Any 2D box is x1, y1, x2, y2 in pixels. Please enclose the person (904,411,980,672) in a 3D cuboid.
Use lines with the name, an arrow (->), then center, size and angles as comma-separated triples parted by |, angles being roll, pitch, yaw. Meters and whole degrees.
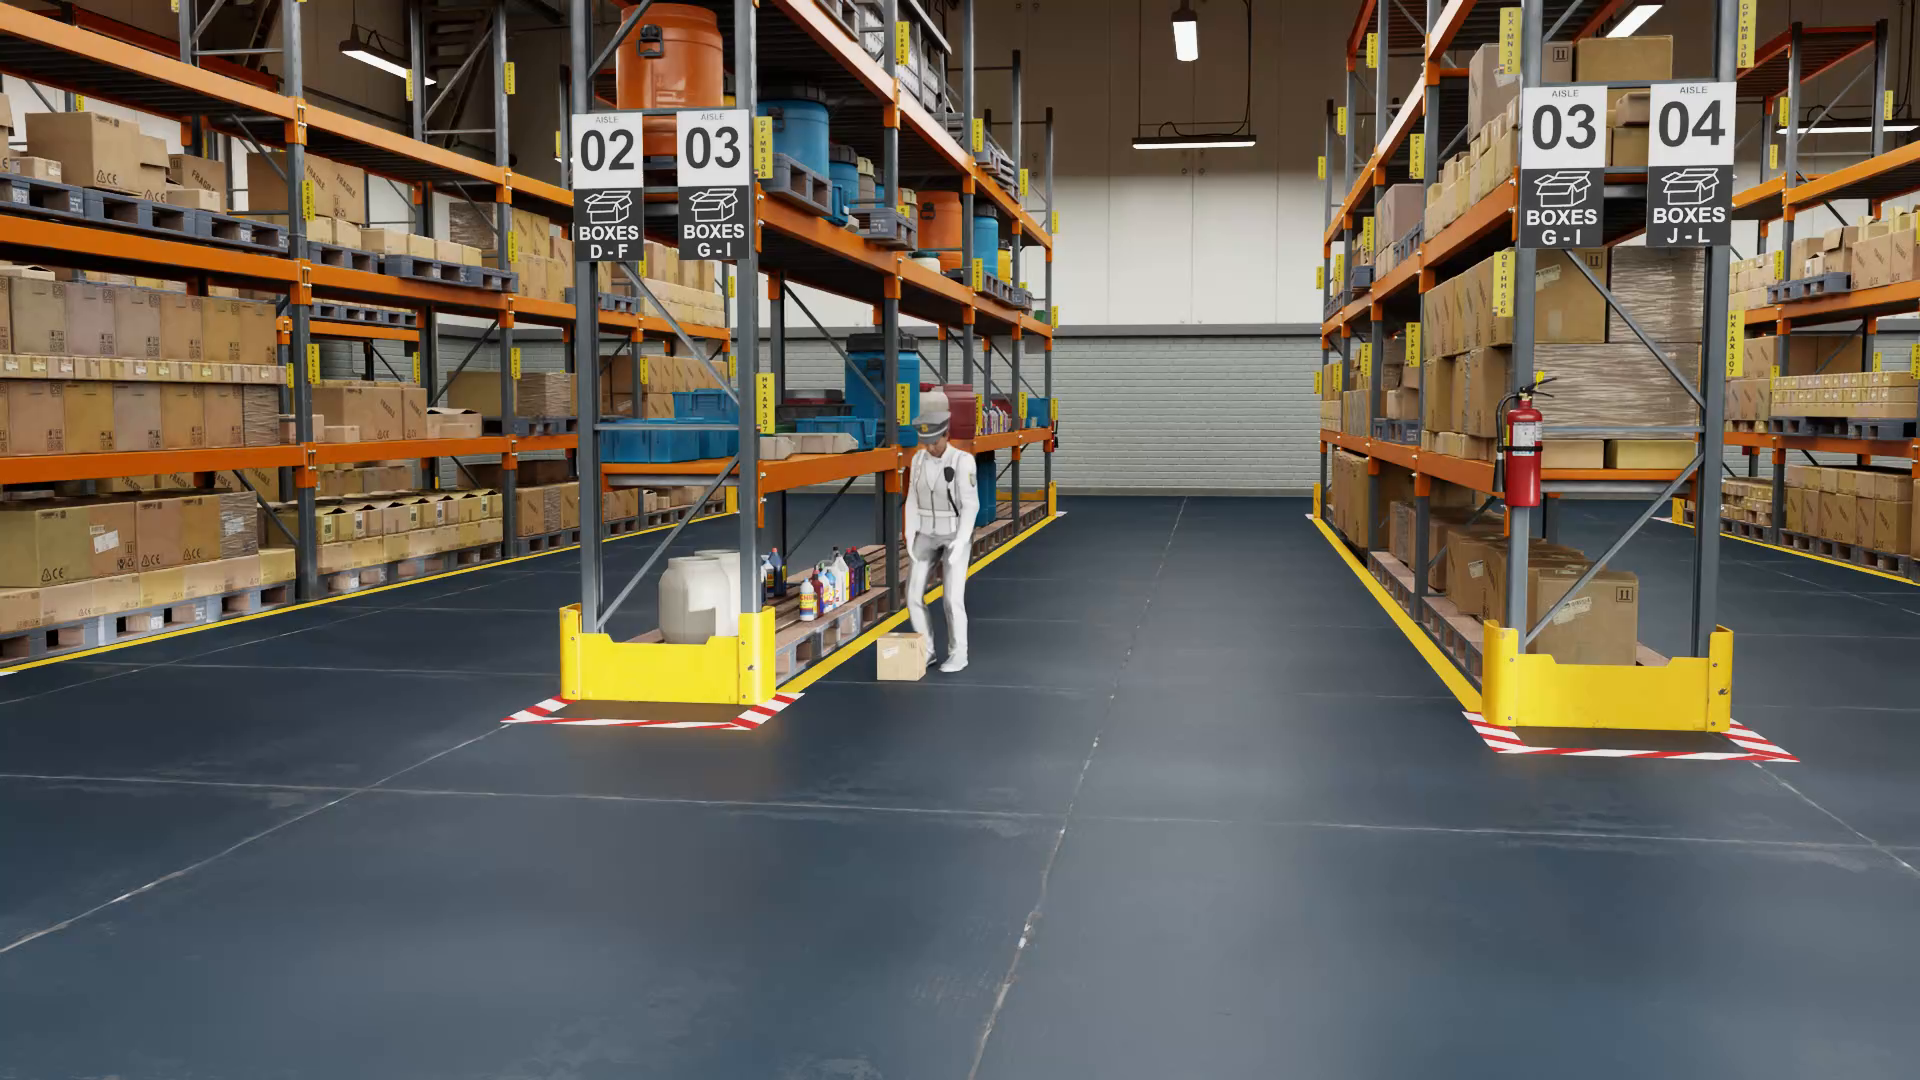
person -> -0.116, 0.006, 10.283 | 0.508, 1.604, 0.485 | 3, 5, 29
